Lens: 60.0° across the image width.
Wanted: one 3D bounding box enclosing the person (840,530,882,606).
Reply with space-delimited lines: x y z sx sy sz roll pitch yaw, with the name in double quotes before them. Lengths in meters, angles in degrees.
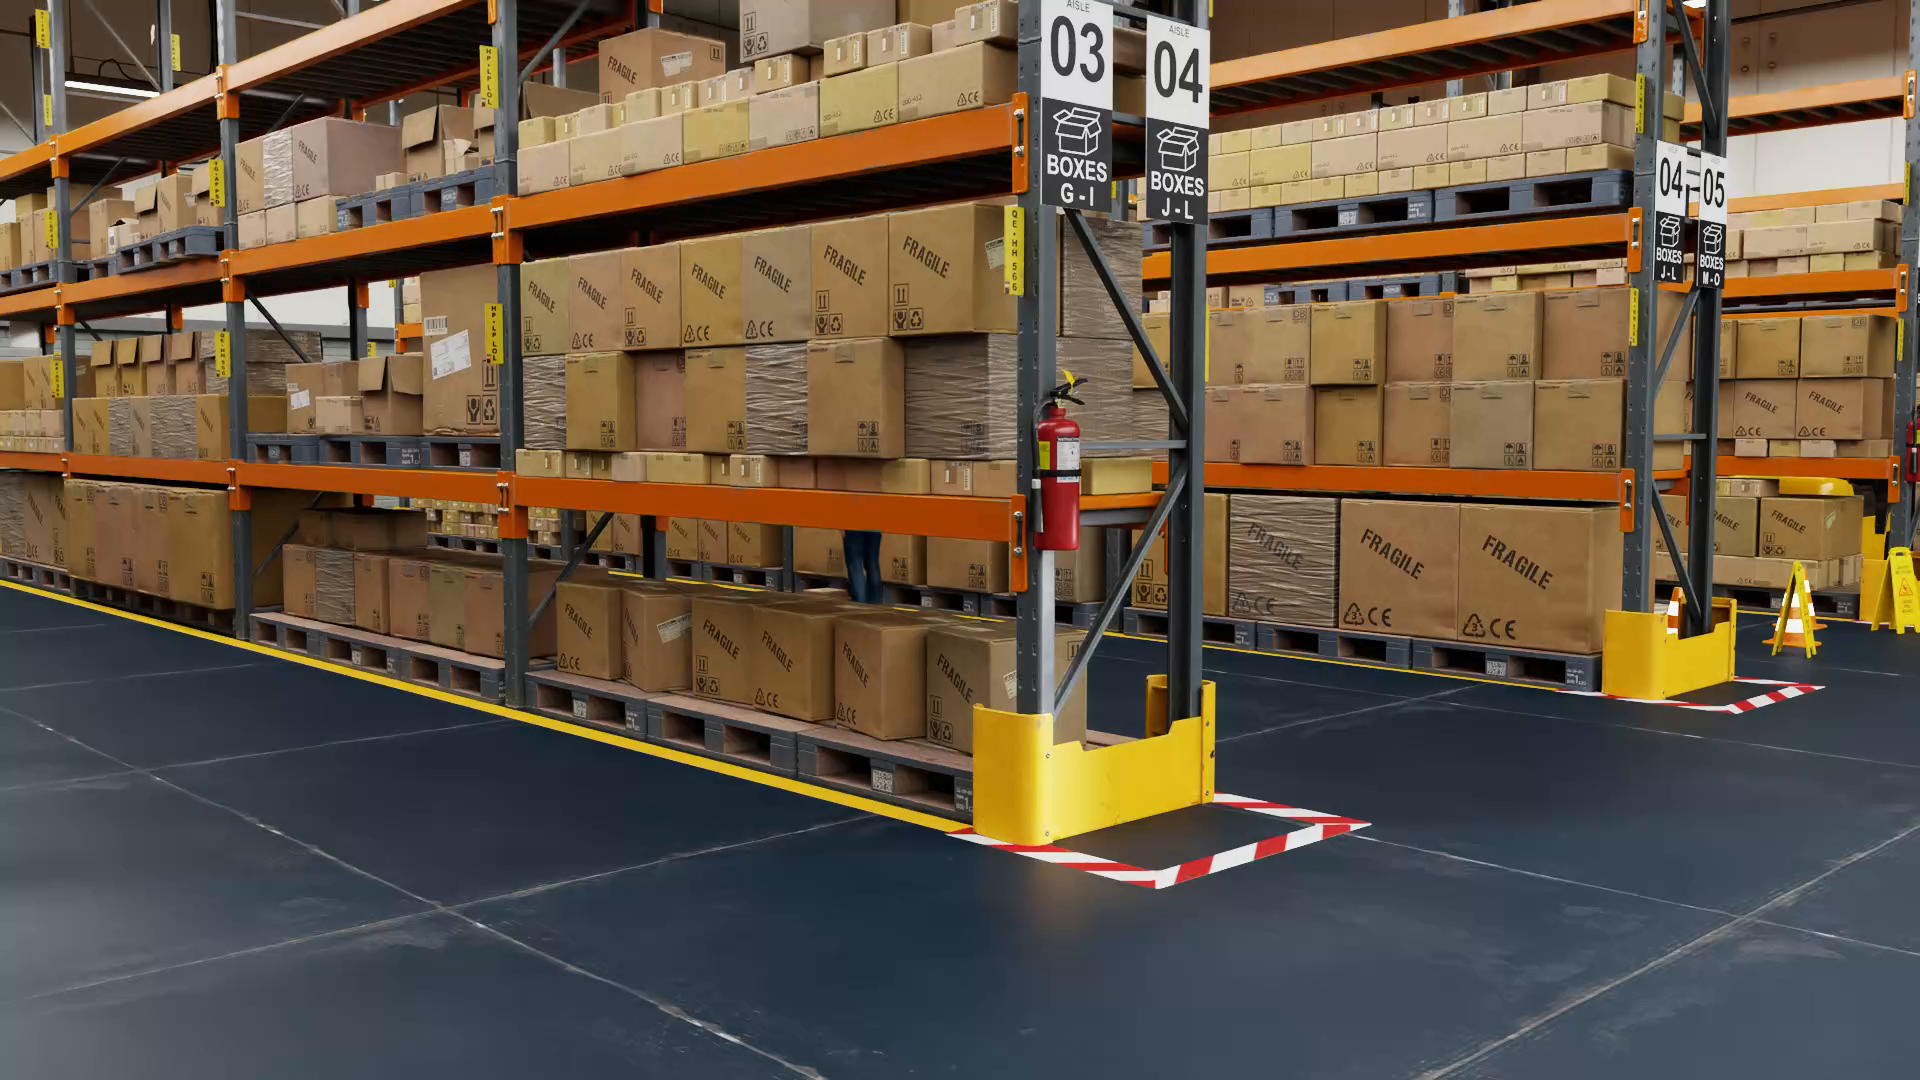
"person" -0.773 -0.114 12.959 0.413 1.627 0.330 -4 6 -43
